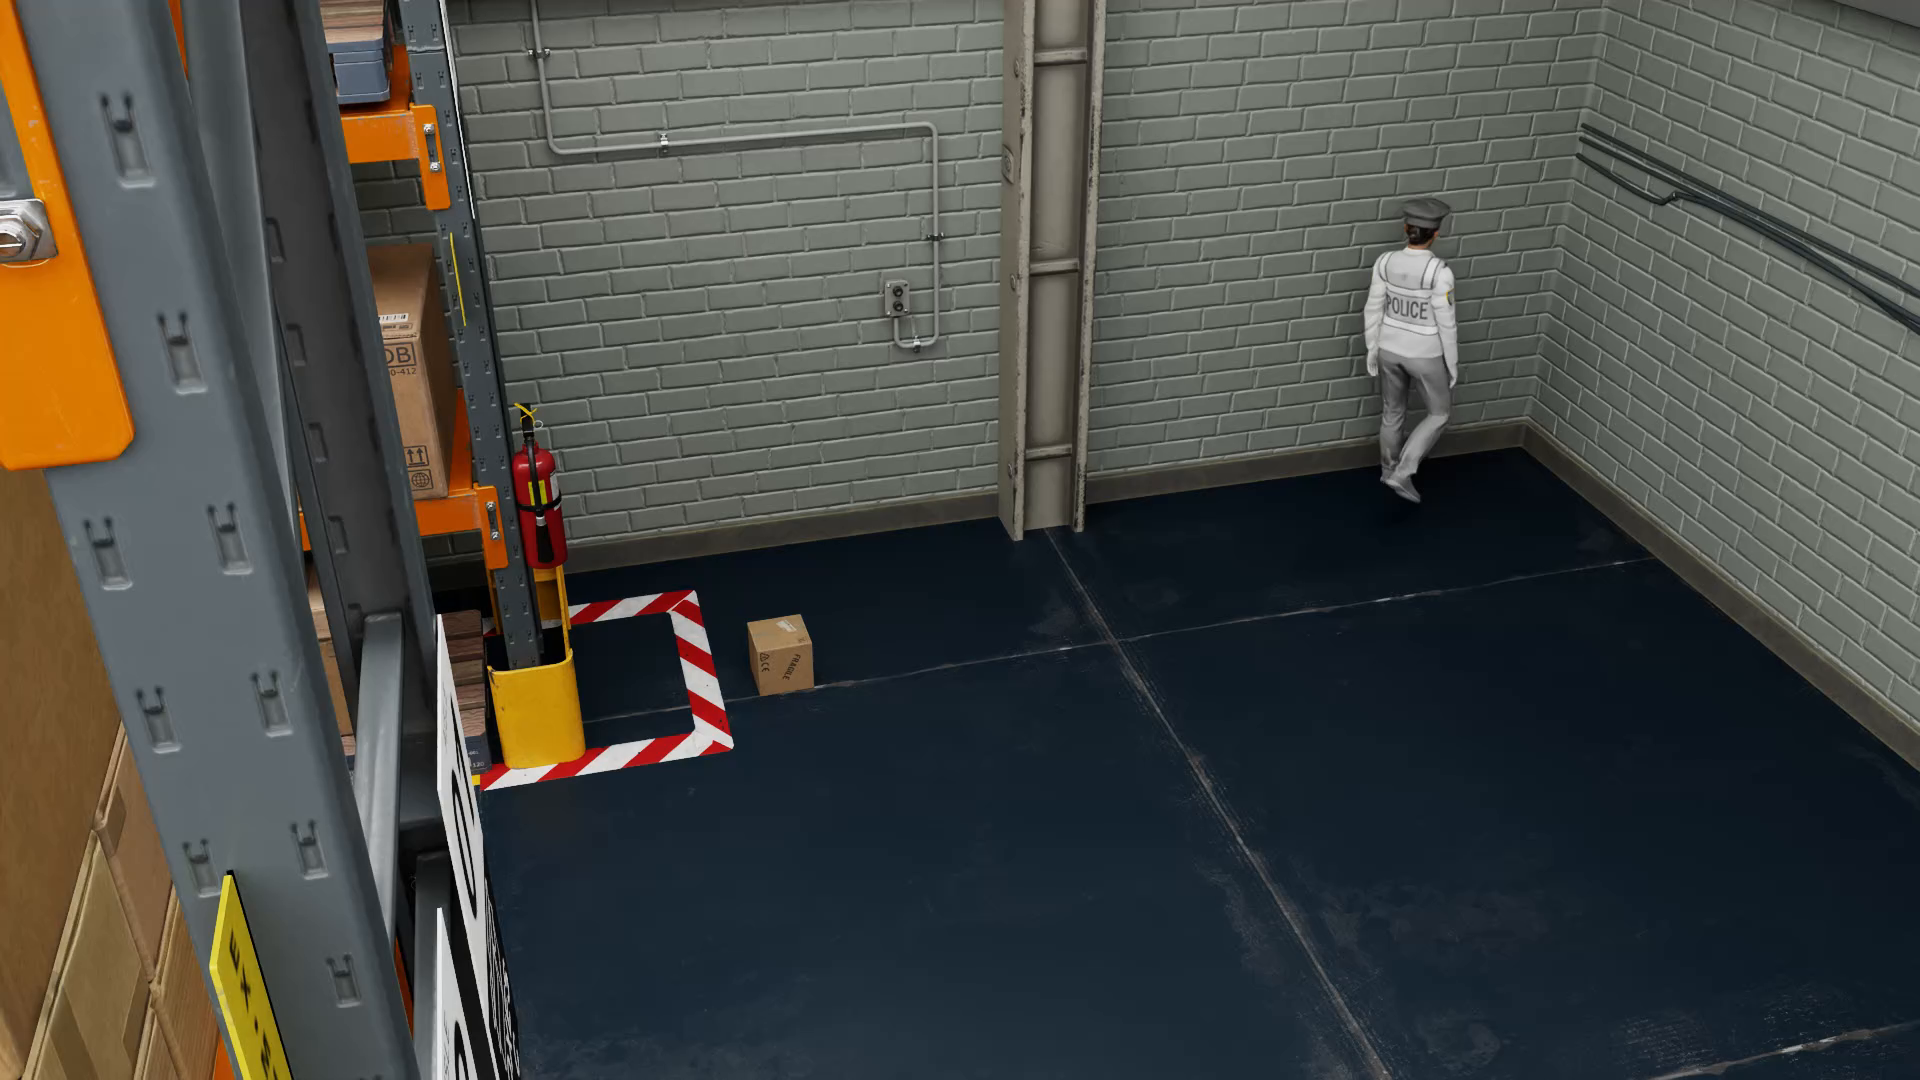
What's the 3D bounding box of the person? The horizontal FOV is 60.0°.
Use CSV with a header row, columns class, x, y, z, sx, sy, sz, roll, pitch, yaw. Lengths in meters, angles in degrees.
class,x,y,z,sx,sy,sz,roll,pitch,yaw
person,2.388,-0.981,8.757,0.520,1.661,0.621,26,39,36
